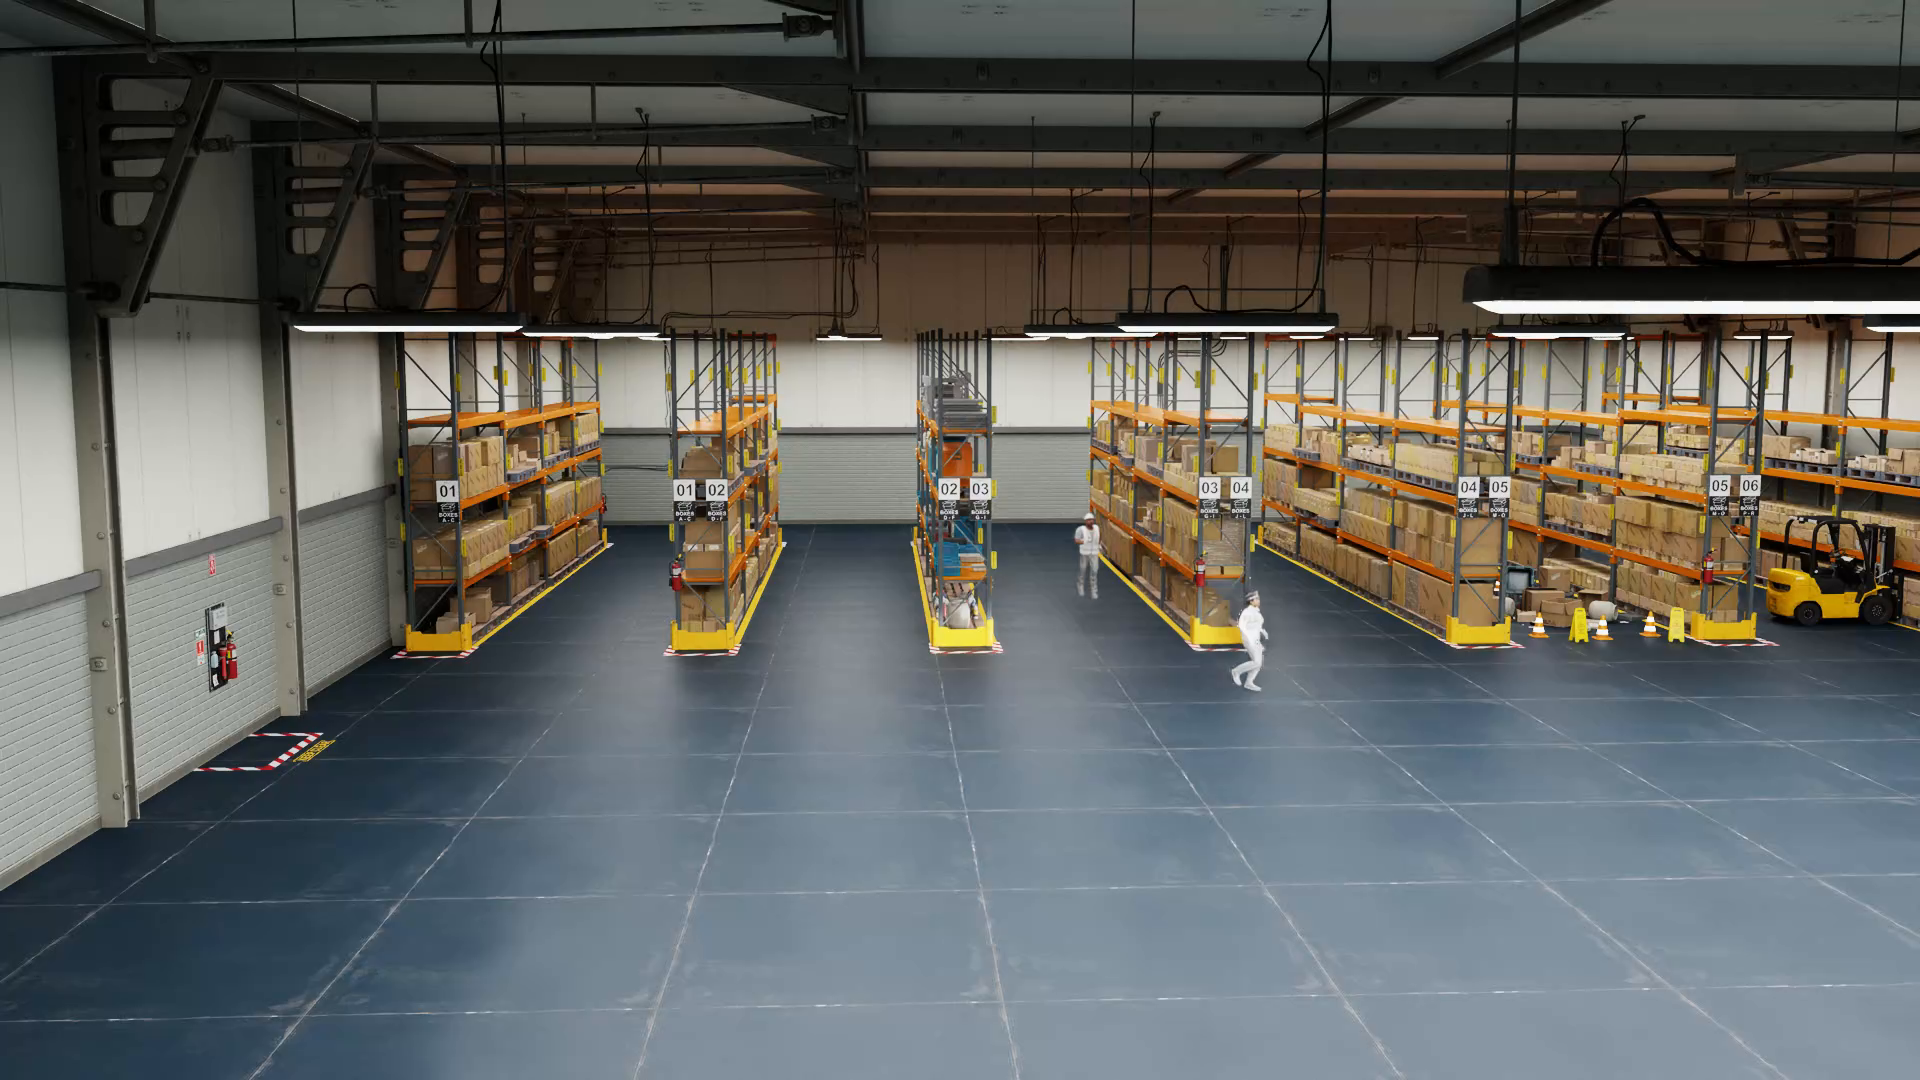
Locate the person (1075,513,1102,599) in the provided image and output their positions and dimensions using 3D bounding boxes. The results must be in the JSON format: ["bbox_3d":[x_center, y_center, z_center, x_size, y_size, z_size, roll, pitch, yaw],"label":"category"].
[{"bbox_3d":[2.750,0.329,35.584,0.675,1.821,0.899,-2,7,-13],"label":"person"}]

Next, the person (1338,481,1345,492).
[{"bbox_3d":[11.201,-0.946,49.232,0.607,1.749,0.637,0,7,-2],"label":"person"}]

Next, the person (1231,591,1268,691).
[{"bbox_3d":[4.816,1.658,27.618,0.547,1.669,0.638,4,8,28],"label":"person"}]
